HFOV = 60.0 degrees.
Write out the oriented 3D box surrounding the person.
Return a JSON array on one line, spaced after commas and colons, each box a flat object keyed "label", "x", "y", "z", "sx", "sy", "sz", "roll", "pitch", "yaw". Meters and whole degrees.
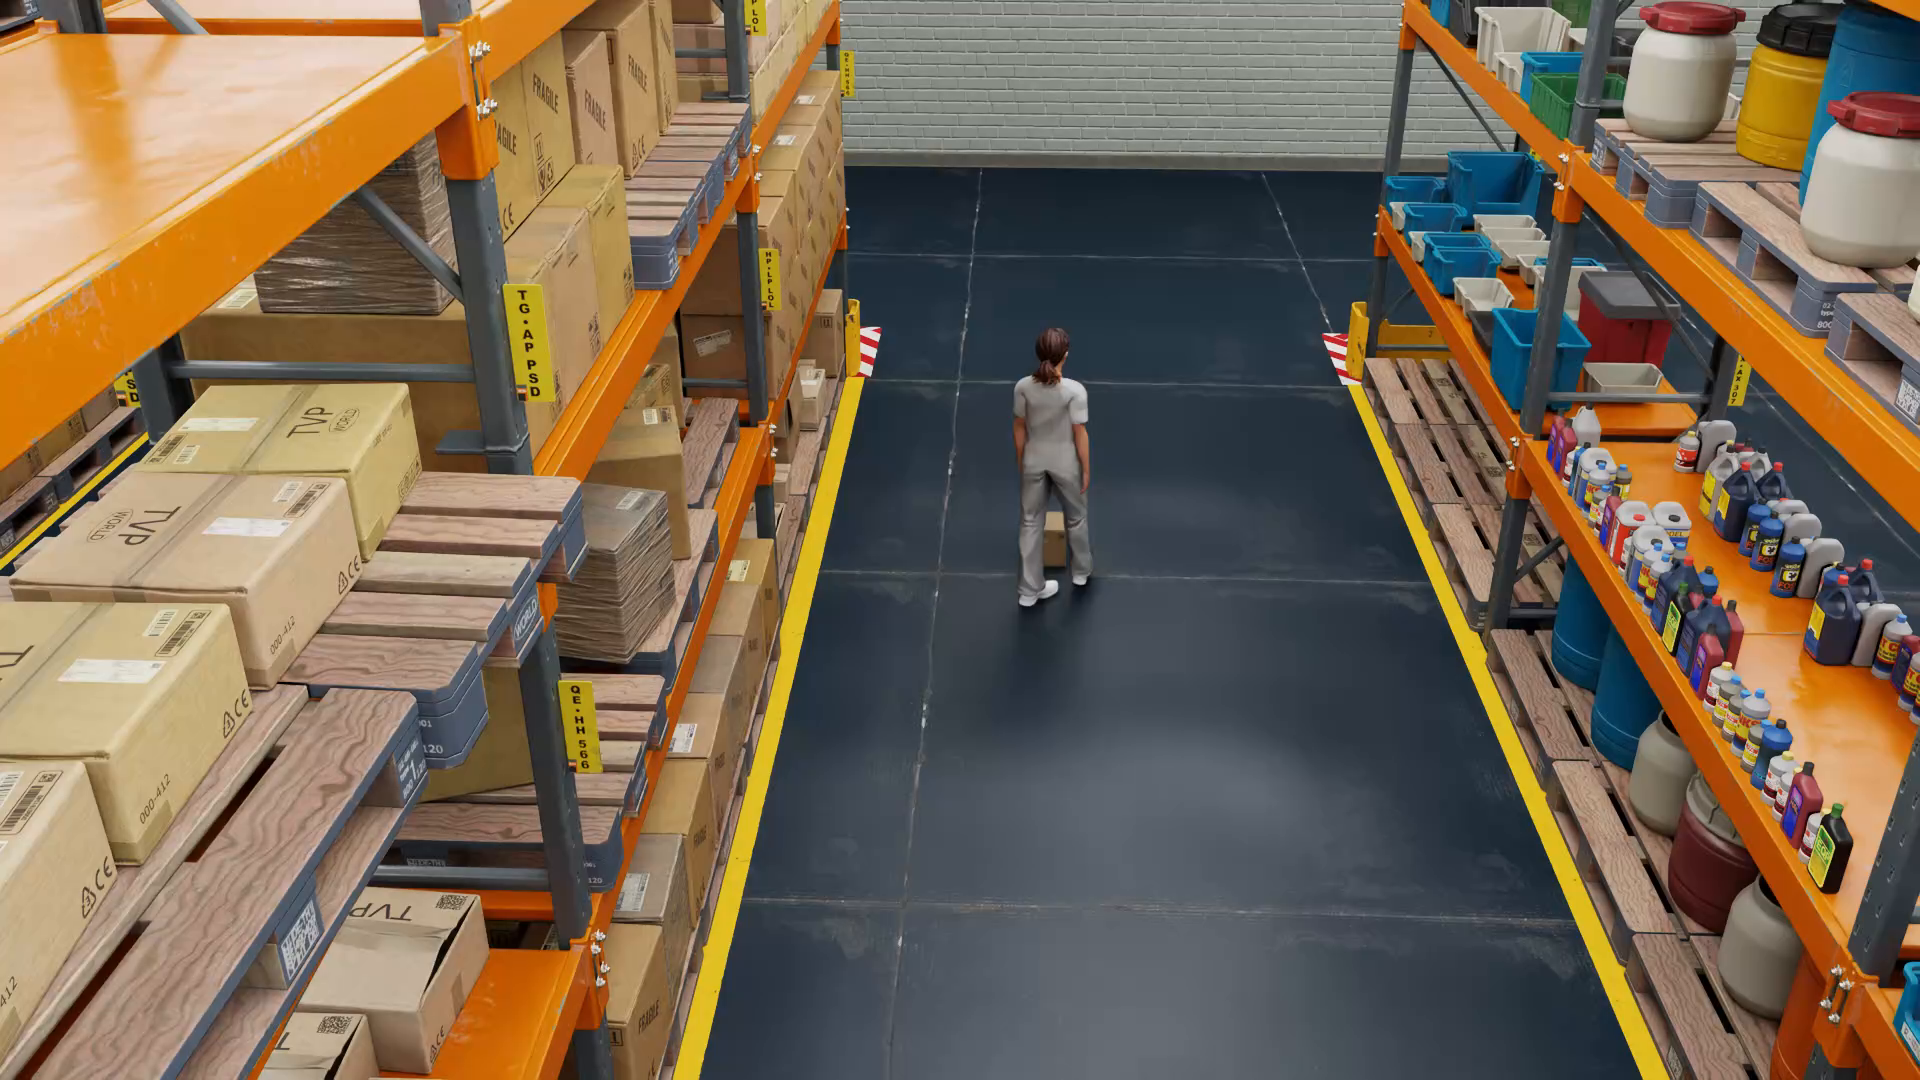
[{"label": "person", "x": 0.553, "y": -0.467, "z": 9.493, "sx": 0.449, "sy": 1.668, "sz": 0.624, "roll": 8, "pitch": 29, "yaw": 14}]
